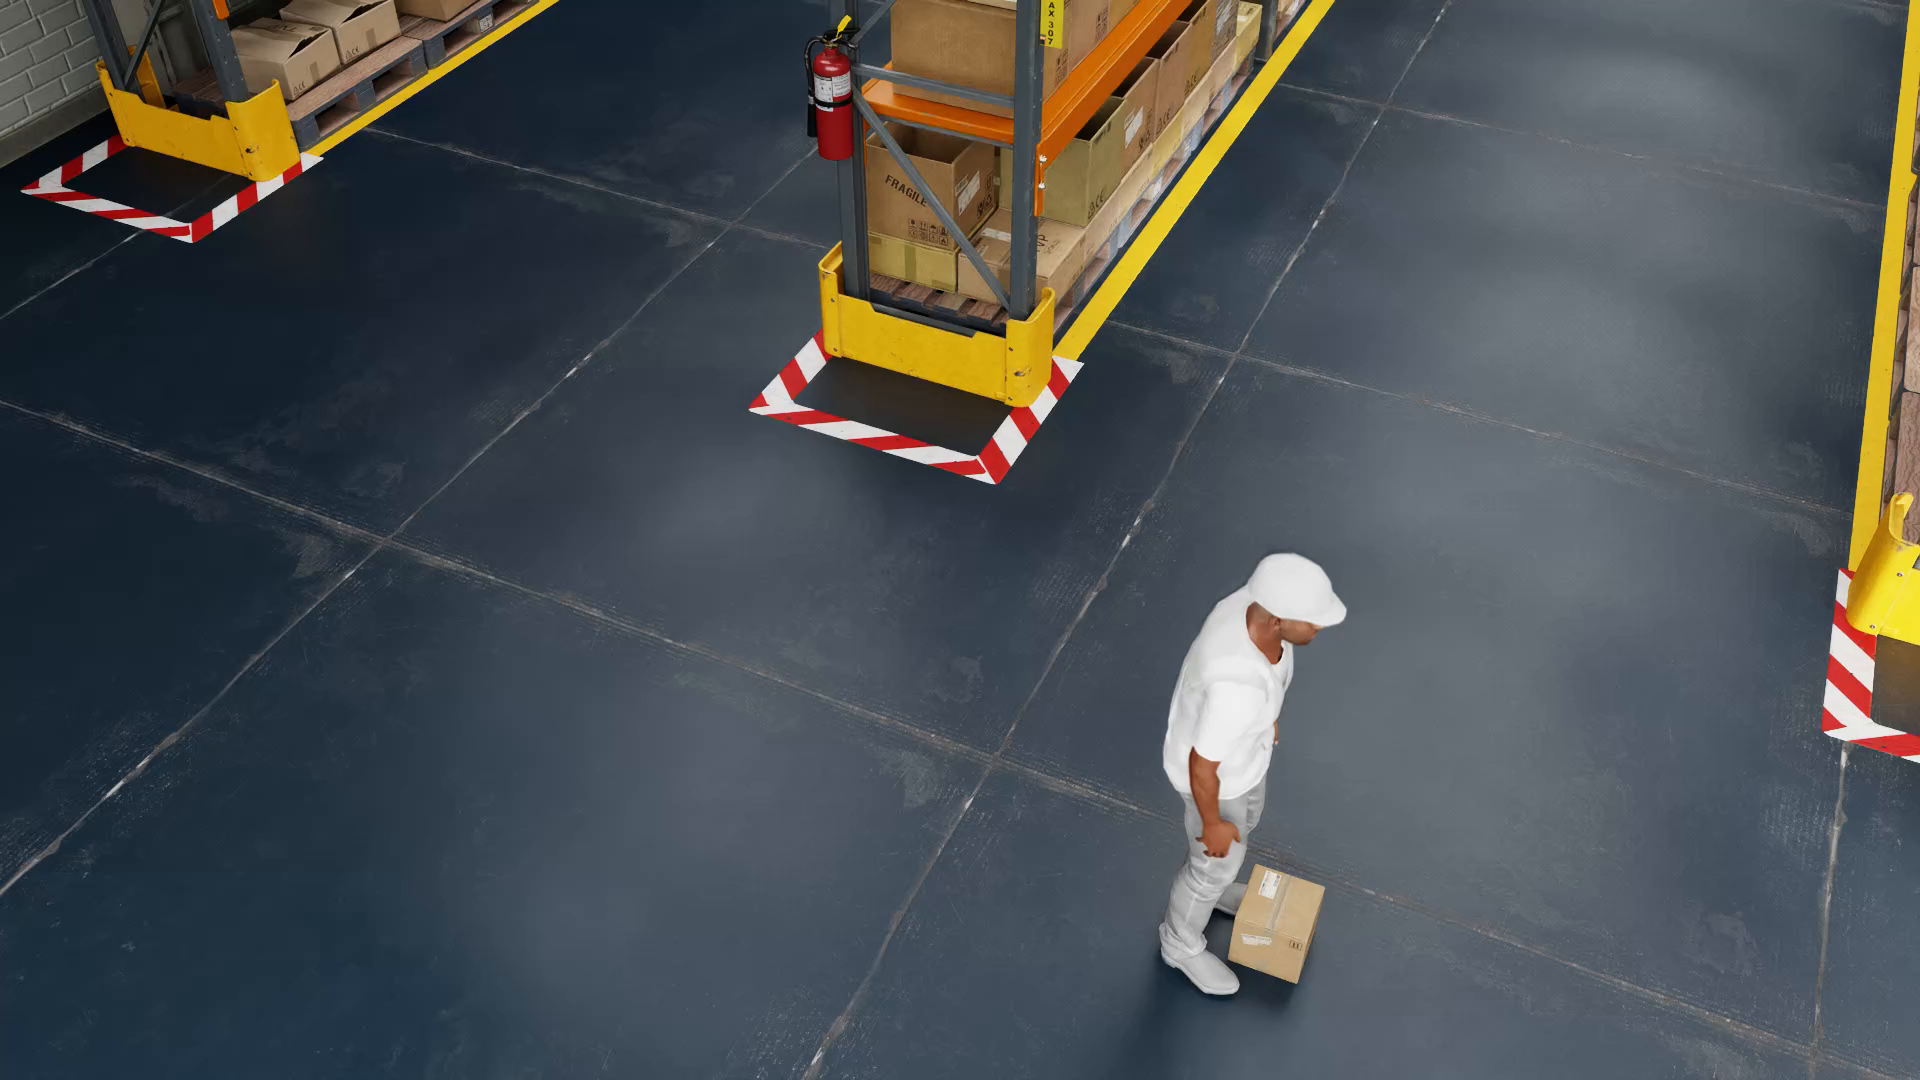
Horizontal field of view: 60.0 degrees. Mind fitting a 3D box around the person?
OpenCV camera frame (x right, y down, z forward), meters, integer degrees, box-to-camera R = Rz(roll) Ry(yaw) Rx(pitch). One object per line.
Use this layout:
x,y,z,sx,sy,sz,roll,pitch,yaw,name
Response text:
0.894,0.715,5.345,0.463,1.760,0.633,17,44,18,person
